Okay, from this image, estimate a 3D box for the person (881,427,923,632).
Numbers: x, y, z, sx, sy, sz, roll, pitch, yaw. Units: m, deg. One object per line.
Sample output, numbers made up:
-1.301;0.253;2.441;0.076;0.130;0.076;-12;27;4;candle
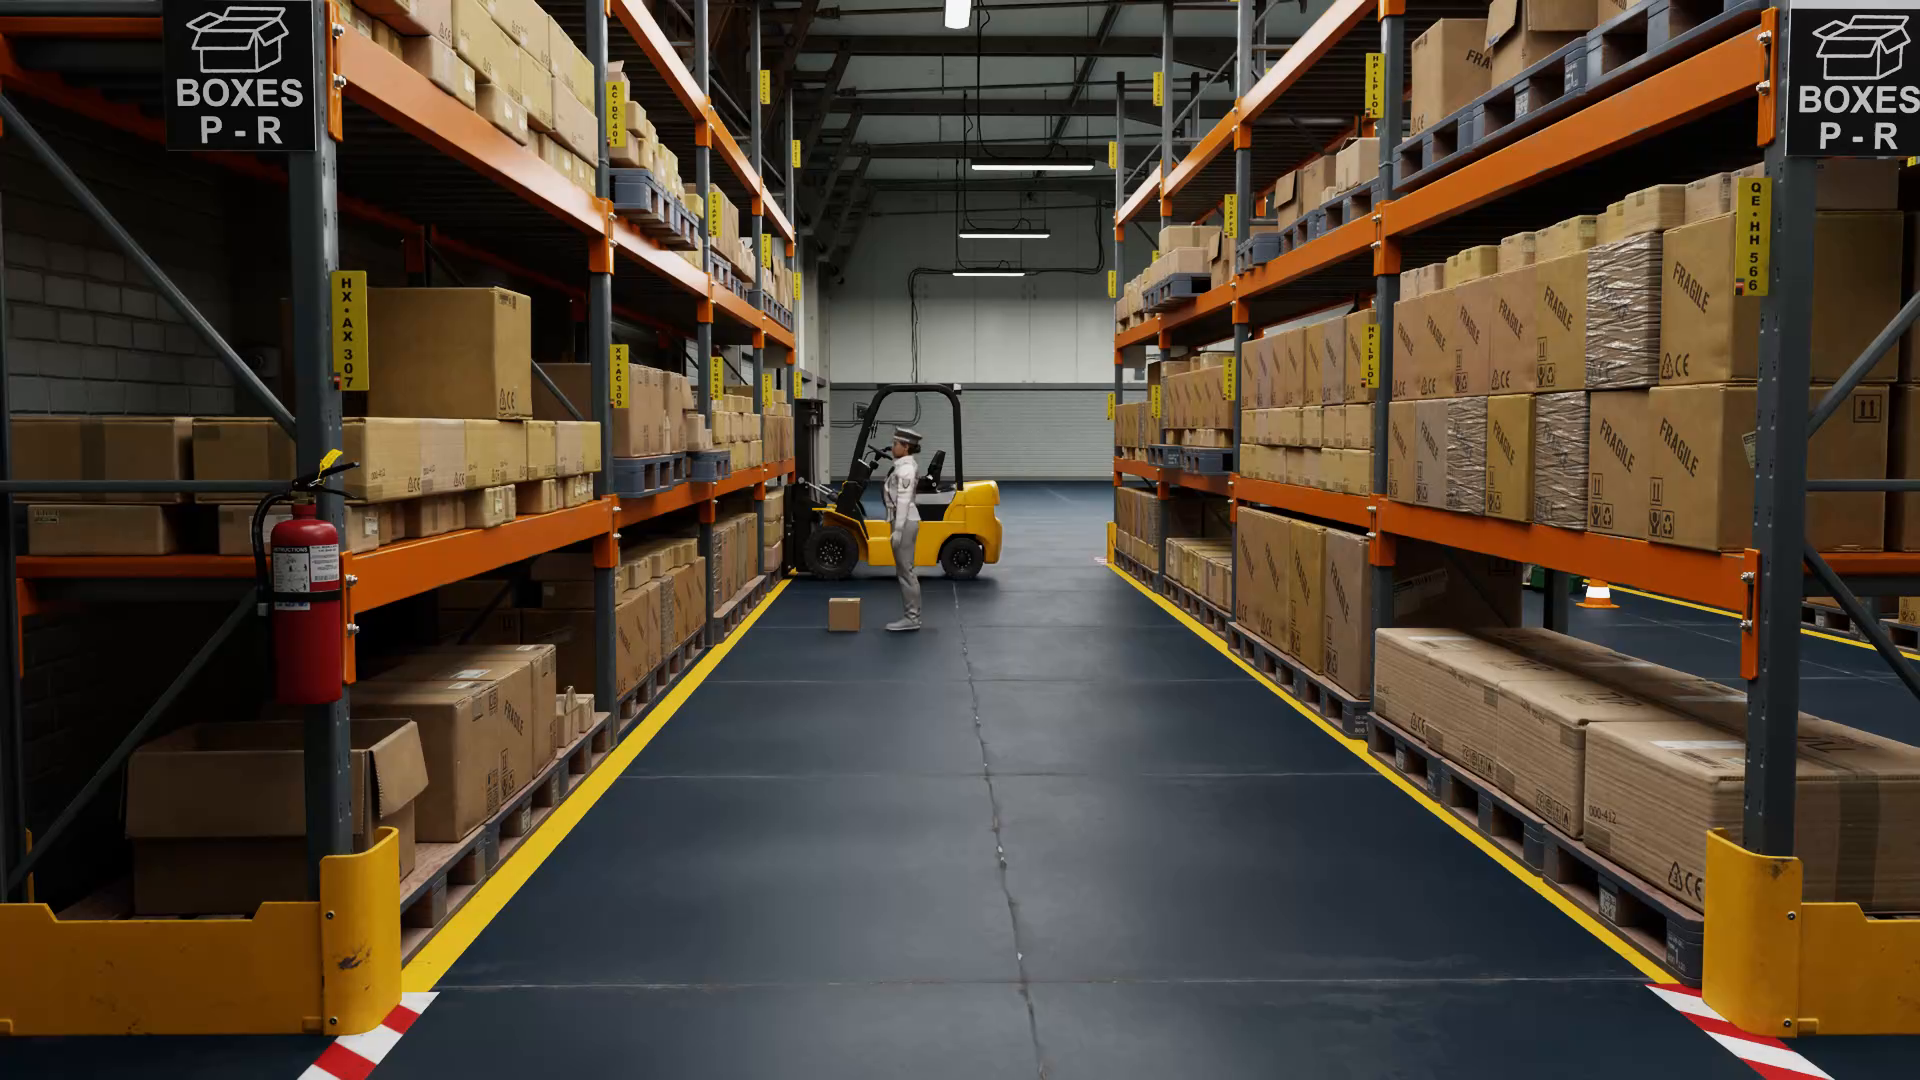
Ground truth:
-0.478;-0.090;13.758;0.344;1.697;0.467;0;4;0;person
